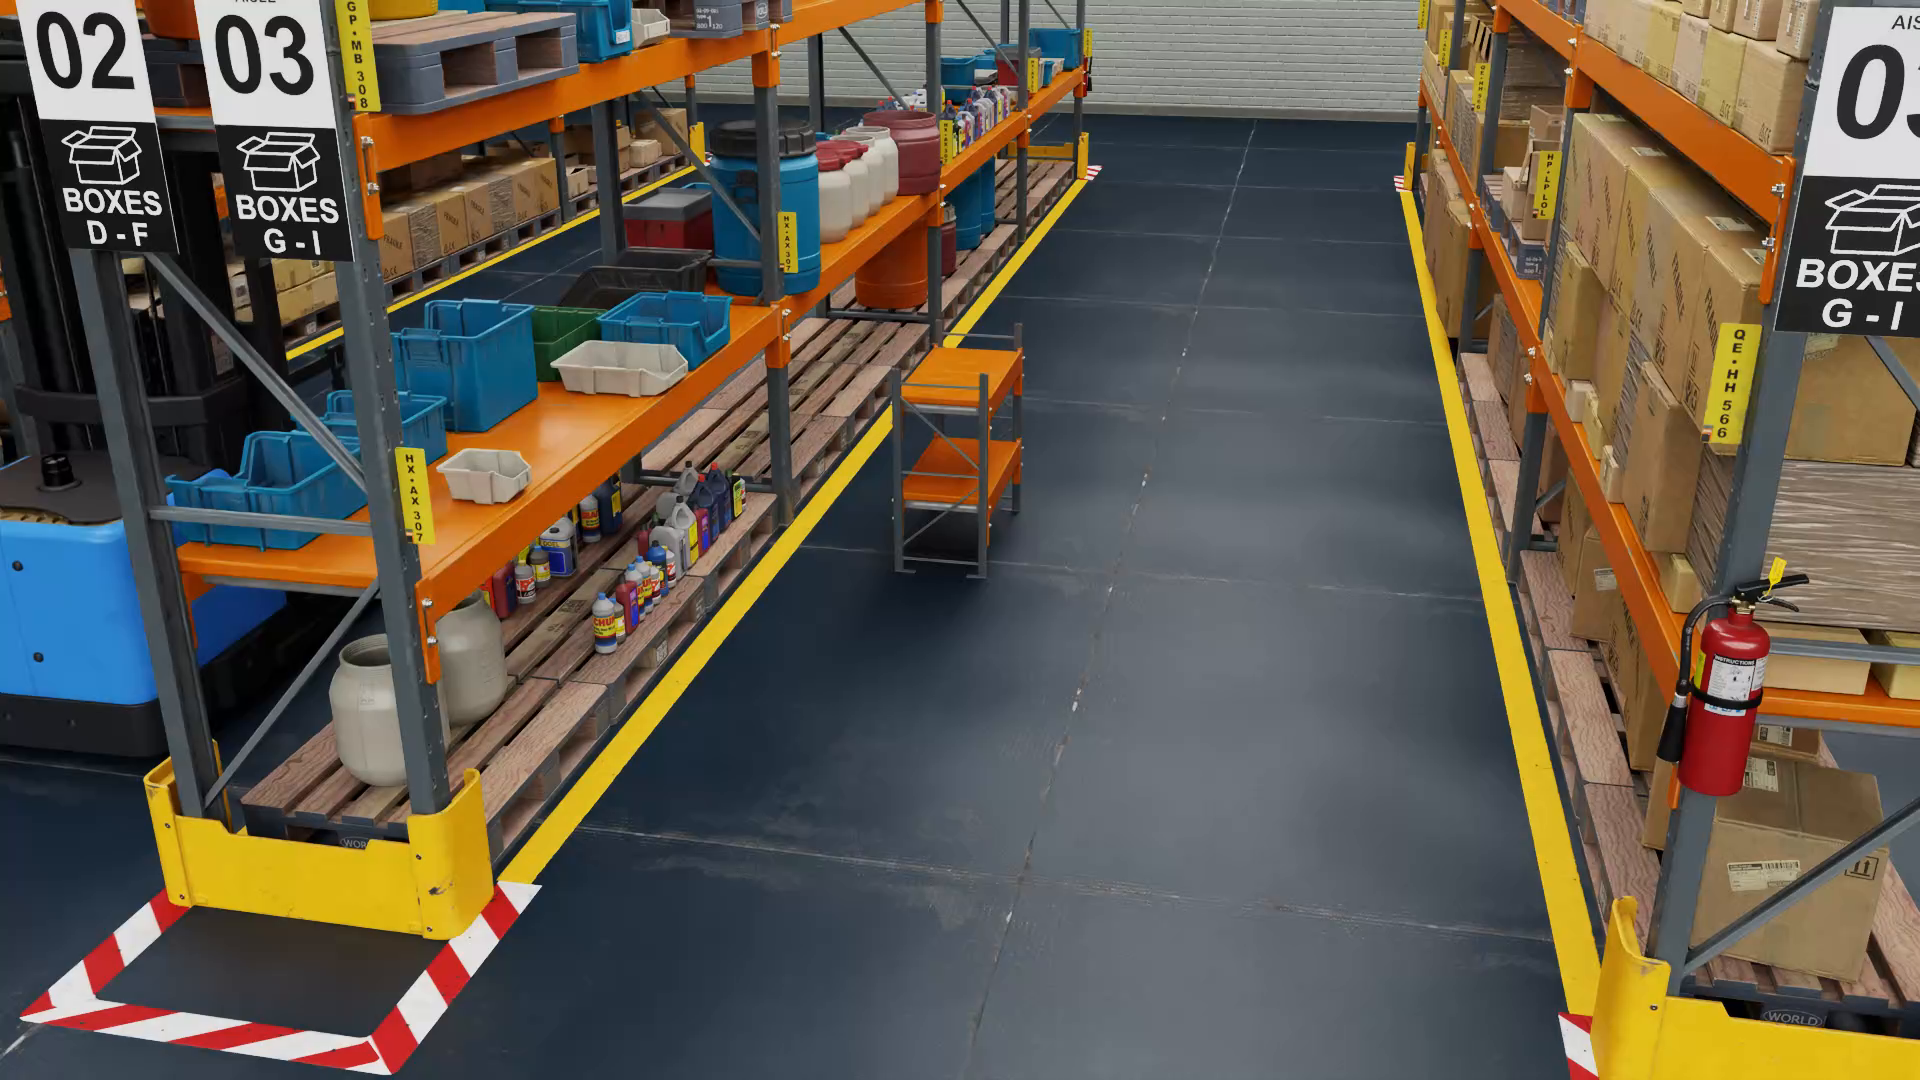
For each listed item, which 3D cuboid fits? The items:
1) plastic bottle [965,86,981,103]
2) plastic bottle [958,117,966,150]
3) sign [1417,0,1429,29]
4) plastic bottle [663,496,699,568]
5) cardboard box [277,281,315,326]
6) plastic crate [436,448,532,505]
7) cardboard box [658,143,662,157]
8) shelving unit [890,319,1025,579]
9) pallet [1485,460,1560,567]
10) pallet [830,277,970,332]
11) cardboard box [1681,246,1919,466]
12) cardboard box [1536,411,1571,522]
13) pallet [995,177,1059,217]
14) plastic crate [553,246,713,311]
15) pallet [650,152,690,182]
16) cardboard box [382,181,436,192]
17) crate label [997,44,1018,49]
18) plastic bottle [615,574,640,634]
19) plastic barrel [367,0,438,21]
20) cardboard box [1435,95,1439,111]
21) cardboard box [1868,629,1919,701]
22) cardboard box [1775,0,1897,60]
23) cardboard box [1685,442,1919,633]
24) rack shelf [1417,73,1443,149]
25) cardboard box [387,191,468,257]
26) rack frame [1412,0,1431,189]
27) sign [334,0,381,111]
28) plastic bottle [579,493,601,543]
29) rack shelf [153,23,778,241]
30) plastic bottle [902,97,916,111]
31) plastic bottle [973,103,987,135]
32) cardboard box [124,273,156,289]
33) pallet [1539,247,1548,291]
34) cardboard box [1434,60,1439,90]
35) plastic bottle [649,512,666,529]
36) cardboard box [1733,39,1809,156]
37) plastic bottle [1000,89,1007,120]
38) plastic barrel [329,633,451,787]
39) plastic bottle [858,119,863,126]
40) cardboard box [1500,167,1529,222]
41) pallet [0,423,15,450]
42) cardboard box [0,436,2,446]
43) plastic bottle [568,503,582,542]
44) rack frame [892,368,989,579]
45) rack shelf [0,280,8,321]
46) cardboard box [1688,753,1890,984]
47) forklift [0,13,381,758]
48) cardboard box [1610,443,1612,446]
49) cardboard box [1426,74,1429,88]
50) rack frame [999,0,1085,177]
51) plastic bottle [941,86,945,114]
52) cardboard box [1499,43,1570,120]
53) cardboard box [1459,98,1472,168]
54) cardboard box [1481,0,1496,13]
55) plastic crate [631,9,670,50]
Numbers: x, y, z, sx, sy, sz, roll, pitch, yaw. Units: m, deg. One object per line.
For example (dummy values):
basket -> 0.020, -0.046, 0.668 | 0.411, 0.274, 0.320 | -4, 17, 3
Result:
plastic bottle -> 0.125, -4.002, 15.342 | 0.144, 0.351, 0.185 | 4, 22, 11
plastic bottle -> -0.001, -3.432, 14.033 | 0.097, 0.271, 0.097 | 0, 22, 0
sign -> 5.294, -6.011, 18.999 | 0.100, 0.325, 0.005 | 4, 22, 11
plastic bottle -> -1.416, -0.047, 8.411 | 0.144, 0.351, 0.185 | 4, 22, 11
cardboard box -> -5.464, -1.879, 13.121 | 0.500, 0.250, 0.500 | 4, 22, 10
plastic crate -> -1.780, -0.235, 6.274 | 0.298, 0.136, 0.250 | 4, 22, 11
cardboard box -> -3.902, -4.816, 20.499 | 0.380, 0.166, 0.250 | 4, 22, 11
shelving unit -> 0.001, -0.524, 9.150 | 0.538, 1.125, 1.048 | 4, 22, 11
pallet -> 3.545, -0.131, 9.396 | 1.003, 0.211, 1.213 | 4, 22, 11
pallet -> -0.525, -1.978, 13.982 | 1.003, 0.211, 1.213 | 4, 22, 11
cardboard box -> 2.441, -0.545, 4.821 | 0.500, 0.500, 0.500 | 4, 22, 11
cardboard box -> 3.534, -0.407, 9.106 | 0.700, 0.500, 0.500 | 3, 22, 7
pallet -> 0.530, -3.869, 18.677 | 1.003, 0.211, 1.213 | 4, 22, 11
plastic crate -> -1.693, -1.307, 8.666 | 0.767, 0.338, 0.504 | 4, 22, 11
pallet -> -4.038, -4.672, 20.671 | 1.003, 0.211, 1.213 | 4, 22, 11
cardboard box -> -5.326, -3.145, 15.905 | 0.500, 0.500, 0.500 | 4, 22, 9
crate label -> 0.615, -5.791, 19.861 | 0.416, 0.233, 0.303 | 4, 22, 11
plastic bottle -> -1.538, 0.281, 7.688 | 0.061, 0.283, 0.133 | 5, 22, 12
plastic barrel -> -2.169, -2.154, 5.858 | 0.600, 0.588, 0.600 | 0, 22, 0
cardboard box -> 4.866, -4.273, 16.285 | 0.380, 0.149, 0.250 | 4, 22, 10
cardboard box -> 2.863, 0.354, 4.796 | 0.380, 0.149, 0.250 | 4, 22, 11
cardboard box -> 2.322, -1.309, 4.240 | 0.380, 0.149, 0.250 | 4, 22, 11
cardboard box -> 2.710, -0.060, 4.956 | 0.875, 0.500, 0.500 | 4, 22, 11
rack shelf -> 5.428, -4.463, 17.383 | 1.077, 0.370, 4.000 | 4, 22, 11
cardboard box -> -4.912, -2.923, 15.354 | 0.500, 0.500, 0.500 | 4, 22, 10
rack frame -> 5.836, -5.528, 19.065 | 1.000, 3.000, 0.127 | 4, 22, 11
sign -> -1.740, -1.406, 4.803 | 0.100, 0.325, 0.005 | 4, 22, 11
plastic bottle -> -1.944, -0.130, 8.724 | 0.097, 0.271, 0.097 | 0, 22, 0
rack shelf -> -1.869, -1.843, 6.863 | 1.077, 0.370, 4.000 | 4, 22, 11
plastic bottle -> -0.485, -3.906, 15.204 | 0.152, 0.276, 0.135 | 4, 22, 11
plastic bottle -> 0.155, -3.764, 14.852 | 0.152, 0.276, 0.135 | 4, 22, 11
cardboard box -> -6.197, -1.802, 12.181 | 0.500, 0.311, 0.500 | 4, 22, 10
pallet -> 3.686, -1.319, 8.870 | 1.003, 0.211, 1.213 | 4, 22, 11
cardboard box -> 5.060, -4.691, 16.790 | 0.500, 0.250, 0.500 | 5, 22, 12
plastic bottle -> -1.521, -0.014, 8.420 | 0.061, 0.283, 0.133 | 4, 22, 11
cardboard box -> 2.421, -1.194, 4.489 | 0.500, 0.250, 0.500 | 5, 22, 12
plastic bottle -> 0.405, -4.132, 15.754 | 0.061, 0.283, 0.133 | 4, 22, 11
plastic barrel -> -2.218, 0.658, 6.471 | 0.421, 0.512, 0.421 | 0, 22, 0
plastic bottle -> -0.812, -3.368, 13.874 | 0.097, 0.271, 0.097 | 0, 22, 0
cardboard box -> 3.636, -2.132, 10.271 | 0.500, 0.250, 0.500 | 4, 22, 9
pallet -> -6.198, -0.875, 11.244 | 1.003, 0.211, 1.213 | 4, 22, 11
cardboard box -> -6.190, -0.629, 10.019 | 0.500, 0.250, 0.500 | 4, 22, 11
plastic bottle -> -2.071, -0.160, 8.692 | 0.144, 0.351, 0.185 | 4, 22, 9
rack frame -> -0.102, -0.338, 8.688 | 0.500, 1.125, 0.032 | 4, 22, 11
rack shelf -> -6.718, -0.831, 8.365 | 1.077, 0.370, 4.000 | 4, 22, 11
cardboard box -> 2.715, 1.061, 5.488 | 0.500, 0.500, 0.500 | 9, 24, 21
forklift -> -3.566, -0.973, 7.845 | 1.130, 2.935, 3.031 | 4, 22, 10
cardboard box -> 2.749, -0.323, 6.476 | 0.380, 0.149, 0.250 | 4, 22, 11
cardboard box -> 5.233, -4.931, 17.918 | 0.380, 0.149, 0.250 | 4, 22, 10
rack frame -> 0.987, -5.906, 20.002 | 1.000, 3.000, 0.127 | 4, 22, 11
plastic bottle -> -0.226, -4.301, 16.084 | 0.144, 0.351, 0.185 | 4, 22, 11
cardboard box -> 4.369, -3.380, 12.255 | 0.797, 0.503, 0.637 | 5, 23, 13
cardboard box -> 4.272, -3.220, 13.200 | 0.500, 0.500, 0.500 | 4, 22, 9
cardboard box -> 5.994, -5.746, 18.405 | 0.500, 0.500, 0.500 | 5, 22, 12
plastic crate -> -1.393, -2.168, 7.060 | 0.243, 0.136, 0.396 | 4, 22, 11
